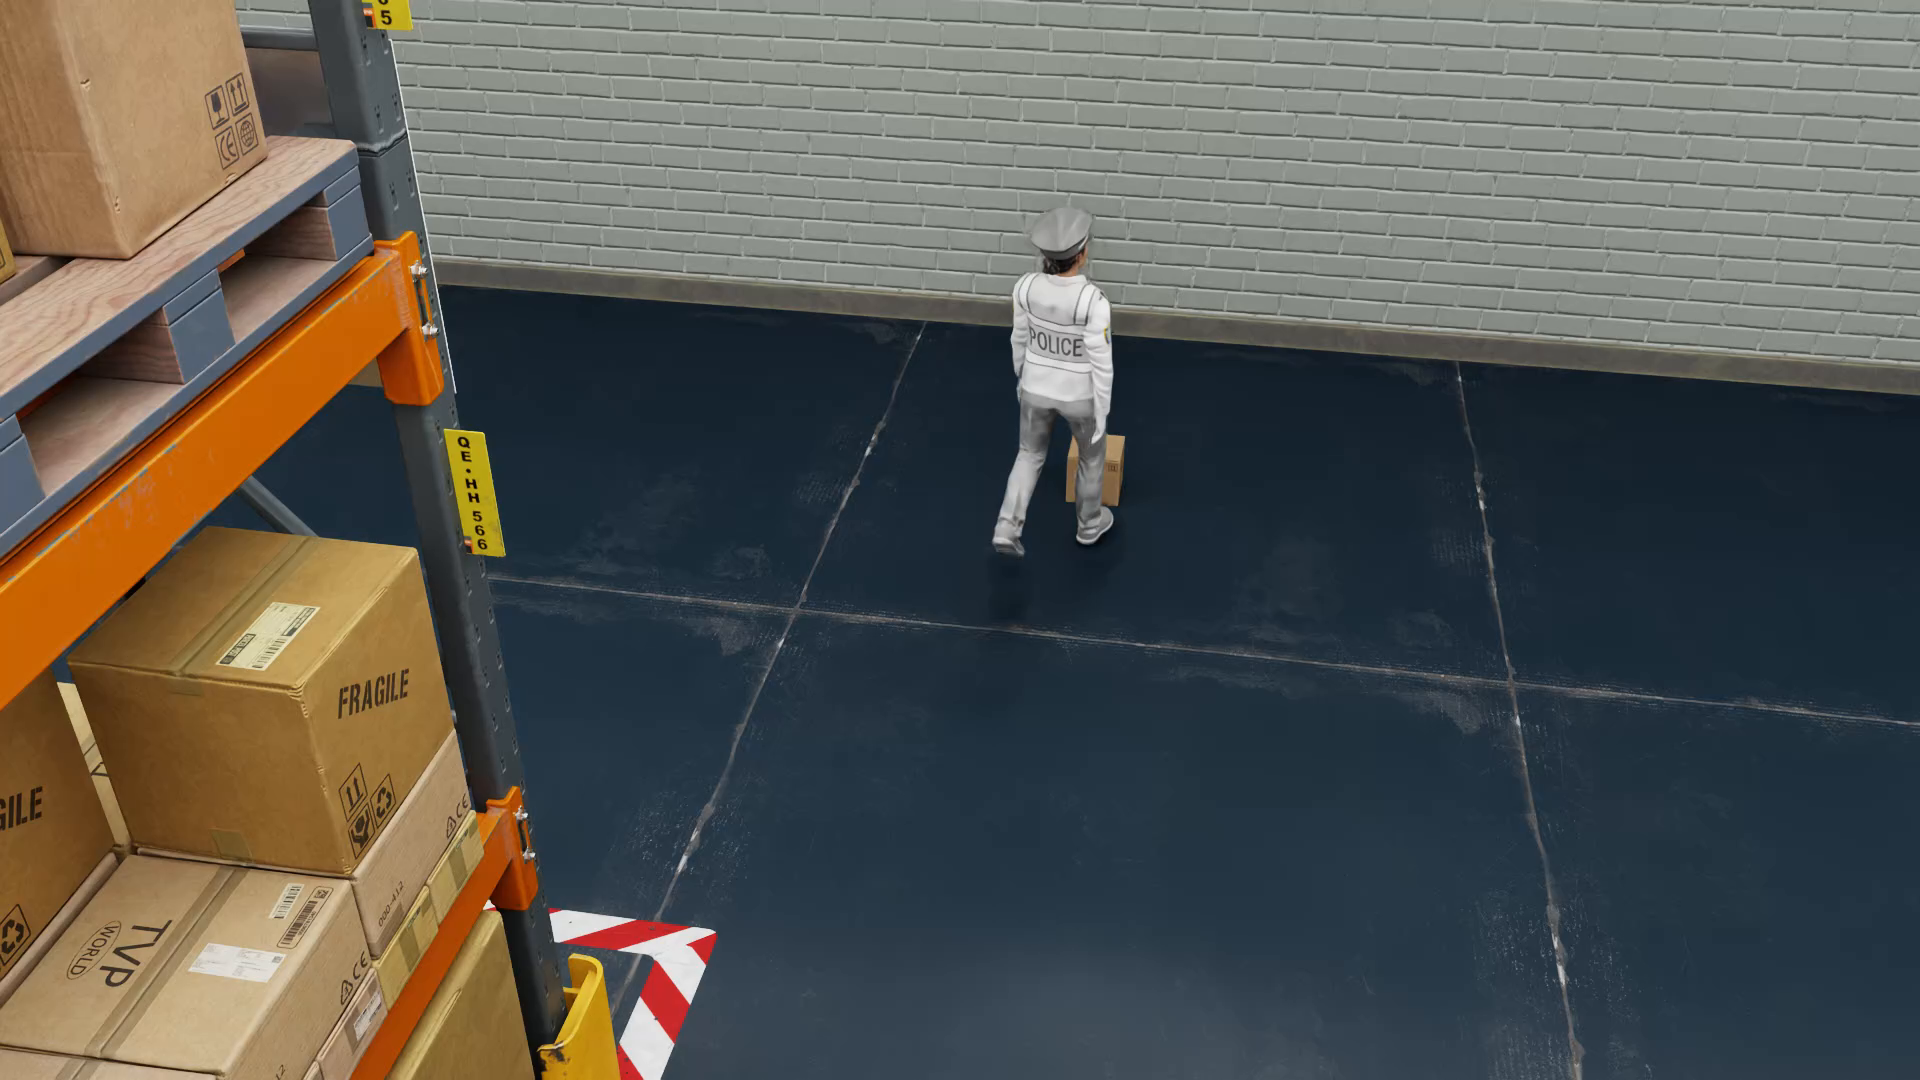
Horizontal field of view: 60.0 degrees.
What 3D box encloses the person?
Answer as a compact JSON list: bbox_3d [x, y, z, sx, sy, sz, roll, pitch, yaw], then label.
[{"bbox_3d":[0.447,-0.647,7.096,0.488,1.661,0.760,13,35,19],"label":"person"}]
